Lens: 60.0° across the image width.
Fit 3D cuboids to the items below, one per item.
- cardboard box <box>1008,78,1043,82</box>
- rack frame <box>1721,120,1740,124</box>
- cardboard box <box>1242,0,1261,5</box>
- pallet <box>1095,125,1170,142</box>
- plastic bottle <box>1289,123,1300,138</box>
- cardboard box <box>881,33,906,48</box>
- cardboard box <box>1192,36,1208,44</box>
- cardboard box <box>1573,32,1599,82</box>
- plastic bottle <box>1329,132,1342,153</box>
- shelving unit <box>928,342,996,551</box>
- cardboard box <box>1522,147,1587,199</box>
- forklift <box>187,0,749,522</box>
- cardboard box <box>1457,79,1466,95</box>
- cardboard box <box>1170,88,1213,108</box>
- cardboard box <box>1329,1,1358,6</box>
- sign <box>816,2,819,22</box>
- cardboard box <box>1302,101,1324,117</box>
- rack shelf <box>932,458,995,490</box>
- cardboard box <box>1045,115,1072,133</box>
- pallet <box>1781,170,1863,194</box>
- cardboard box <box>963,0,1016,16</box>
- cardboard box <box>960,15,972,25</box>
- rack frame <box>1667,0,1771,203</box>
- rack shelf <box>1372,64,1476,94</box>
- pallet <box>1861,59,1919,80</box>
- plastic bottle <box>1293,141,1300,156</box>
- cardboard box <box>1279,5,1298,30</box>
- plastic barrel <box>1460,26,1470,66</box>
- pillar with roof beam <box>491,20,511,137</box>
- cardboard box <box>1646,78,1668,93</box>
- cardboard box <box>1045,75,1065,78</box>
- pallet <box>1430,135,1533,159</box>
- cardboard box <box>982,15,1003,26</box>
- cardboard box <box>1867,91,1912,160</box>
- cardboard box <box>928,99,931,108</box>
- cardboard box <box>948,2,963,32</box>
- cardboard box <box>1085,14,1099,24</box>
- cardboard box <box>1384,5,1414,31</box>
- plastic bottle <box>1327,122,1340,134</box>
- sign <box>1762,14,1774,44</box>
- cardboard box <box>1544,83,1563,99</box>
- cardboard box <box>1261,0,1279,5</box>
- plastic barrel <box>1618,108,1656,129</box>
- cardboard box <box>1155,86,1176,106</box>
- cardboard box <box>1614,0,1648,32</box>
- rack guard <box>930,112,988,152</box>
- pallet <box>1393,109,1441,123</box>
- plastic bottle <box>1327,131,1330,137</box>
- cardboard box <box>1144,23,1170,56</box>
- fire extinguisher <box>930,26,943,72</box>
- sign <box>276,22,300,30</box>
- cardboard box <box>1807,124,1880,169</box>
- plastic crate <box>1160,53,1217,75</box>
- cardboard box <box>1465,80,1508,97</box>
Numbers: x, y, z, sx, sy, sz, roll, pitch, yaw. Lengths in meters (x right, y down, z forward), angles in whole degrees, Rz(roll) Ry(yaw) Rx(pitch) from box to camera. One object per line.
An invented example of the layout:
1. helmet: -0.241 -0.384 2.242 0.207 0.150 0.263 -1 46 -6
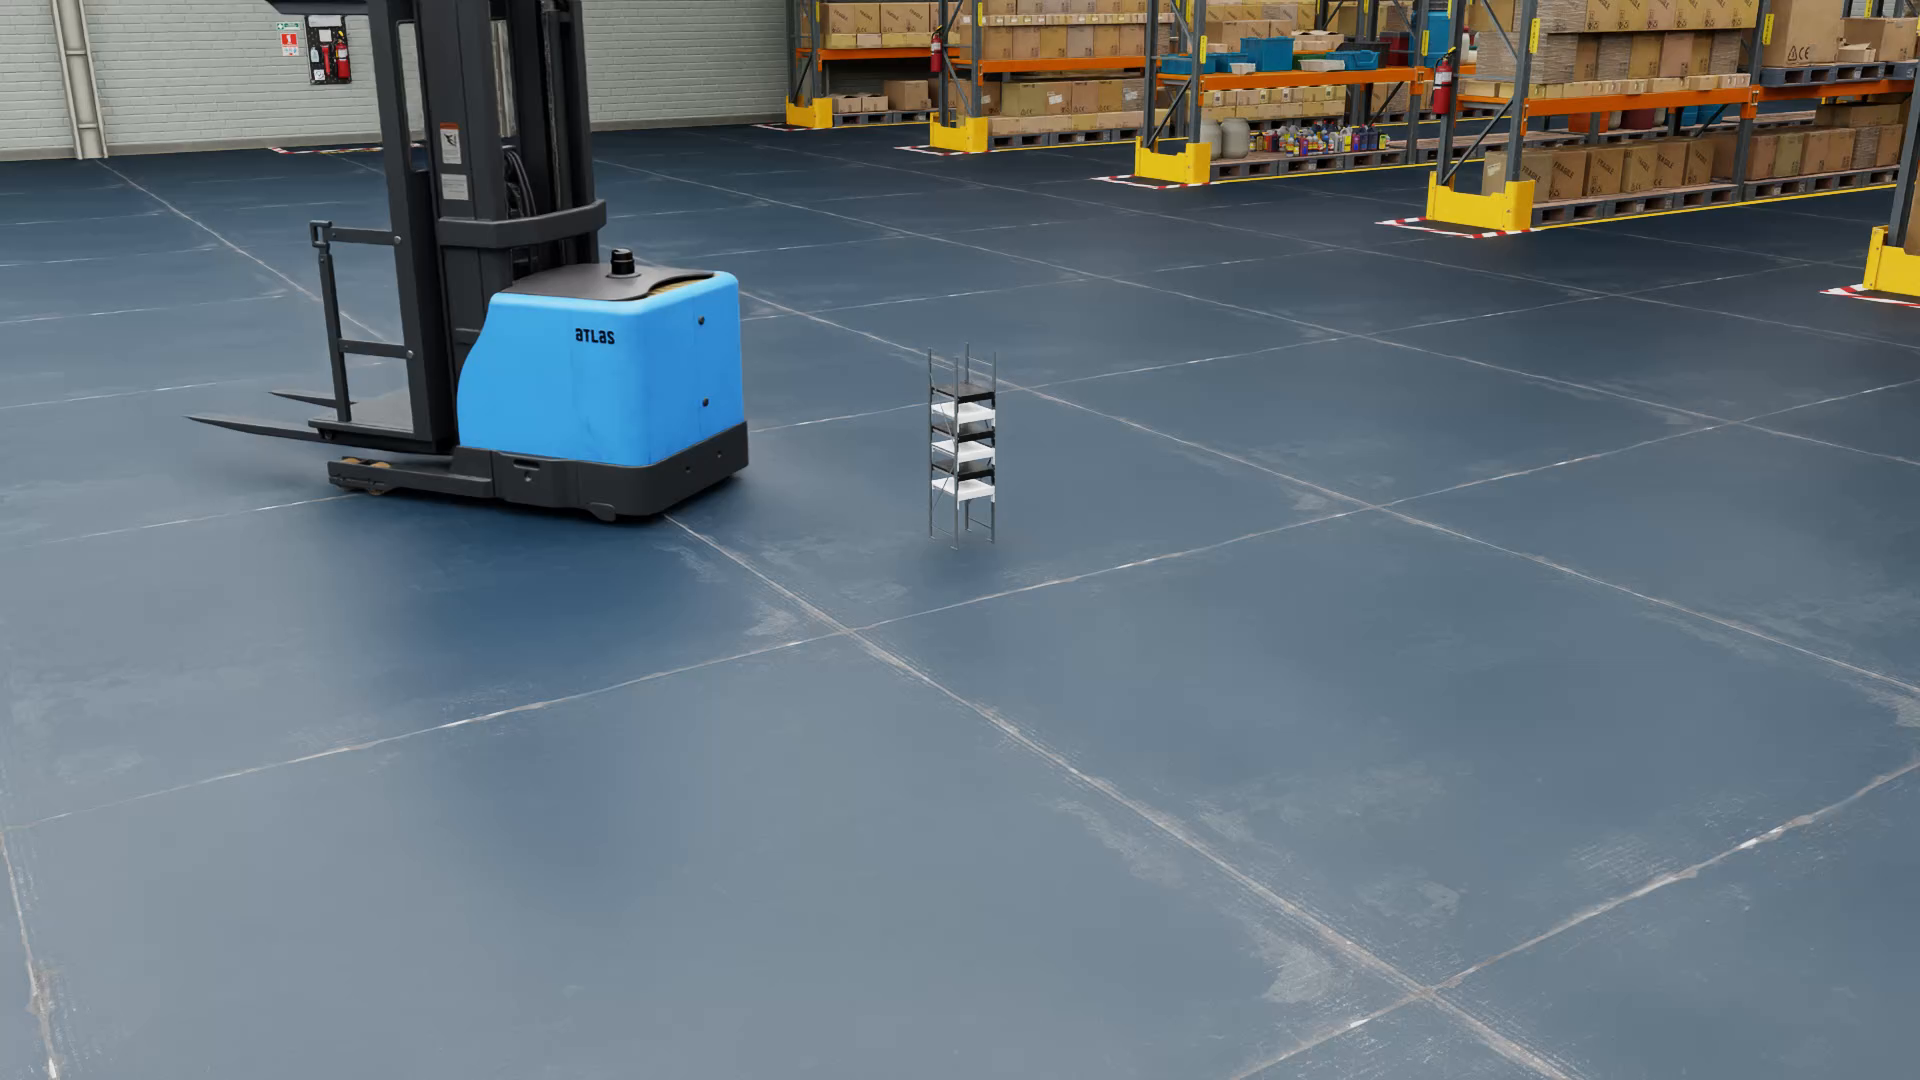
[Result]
1. cardboard box: 1.107 -7.032 26.328 0.500 0.500 0.500 -12 22 -31
2. rack frame: 12.739 -8.214 27.359 0.127 3.000 1.000 -12 22 -31
3. cardboard box: 5.757 -10.999 33.774 0.500 0.250 0.500 -12 22 -33
4. pallet: 2.649 -6.681 27.177 1.213 0.211 1.003 -12 22 -31
5. plastic bottle: 4.643 -5.619 23.132 0.185 0.351 0.144 -12 22 -32
6. cardboard box: -1.295 -8.873 29.511 0.500 0.250 0.500 -12 22 -32
7. cardboard box: 3.970 -8.271 27.737 0.258 0.266 0.396 -13 22 -33
8. cardboard box: 6.267 -5.174 17.745 0.500 0.500 0.875 -12 22 -31
9. plastic bottle: 5.110 -5.415 22.643 0.135 0.276 0.152 -11 22 -30
10. shelving unit: 0.007 -0.428 7.605 0.210 0.900 0.258 -12 22 -31
11. cardboard box: 6.452 -4.011 18.172 0.500 0.500 0.500 -6 20 -17
12. forklift: -2.671 -1.761 8.378 3.031 2.935 1.130 7 20 21
13. cardboard box: 8.927 -8.228 30.614 0.500 0.500 0.500 -12 22 -31
14. cardboard box: 3.819 -7.299 27.413 0.500 0.311 0.500 -12 22 -31
15. cardboard box: 8.365 -11.225 35.795 0.700 0.700 0.980 -13 22 -33
16. sign: -2.433 -9.016 28.377 0.005 0.325 0.100 -12 22 -31
17. cardboard box: 5.943 -7.482 28.830 0.500 0.250 0.500 -12 22 -32
18. rack shelf: 0.007 -0.311 7.644 0.200 0.077 0.258 -12 22 -31
19. cardboard box: 1.399 -6.535 26.028 0.500 0.250 0.500 -12 22 -31
20. pallet: 10.451 -4.513 20.765 1.213 0.211 1.003 -12 22 -31
21. cardboard box: 0.437 -8.176 25.065 0.500 0.500 0.700 -12 22 -31
22. cardboard box: 0.210 -7.899 25.258 0.250 0.149 0.380 -12 22 -32
23. rack frame: 8.782 -5.480 19.272 0.127 3.000 1.000 -12 22 -31
24. rack shelf: 7.728 -6.817 24.348 4.000 0.370 1.077 -12 22 -31
25. pallet: 11.586 -5.940 20.931 1.003 0.211 1.213 -12 22 -31
26. plastic bottle: 4.489 -5.238 22.236 0.097 0.201 0.097 0 19 0
27. cardboard box: 6.623 -10.821 34.417 0.500 0.500 0.500 -12 22 -31
28. plastic barrel: 6.977 -6.979 23.494 0.433 0.535 0.433 0 19 0
29. pillar with roof beam: -5.266 -9.739 22.501 0.400 9.000 9.100 -12 22 -31
30. cardboard box: 7.503 -4.985 18.198 0.250 0.149 0.380 -12 22 -31
31. cardboard box: 1.618 -8.718 32.064 0.500 0.500 0.700 -12 22 -32
32. pallet: 7.712 -5.849 24.717 1.213 0.211 1.003 -12 22 -31
33. cardboard box: 0.442 -7.792 24.942 0.250 0.149 0.380 -12 22 -32
34. cardboard box: 12.710 -5.493 21.972 0.875 0.875 1.225 -13 23 -34
35. cardboard box: -0.738 -8.037 30.598 0.250 0.149 0.380 -14 23 -36
36. cardboard box: -0.029 -9.493 30.174 0.500 0.500 0.500 -12 22 -32
37. cardboard box: 1.946 -8.109 25.879 0.250 0.149 0.380 -11 22 -30
38. cardboard box: 8.010 -9.333 29.855 0.500 0.500 0.700 -8 20 -21
39. plastic bottle: 5.235 -5.689 23.338 0.185 0.351 0.144 -12 22 -31
40. sign: 9.087 -5.747 18.708 0.005 0.325 0.100 -12 22 -31
41. cardboard box: 6.029 -4.682 17.303 0.250 0.149 0.380 -12 22 -31
42. cardboard box: 6.183 -11.089 34.040 0.500 0.250 0.500 -11 22 -30
43. plastic barrel: 10.741 -6.856 26.450 0.708 0.588 0.600 -12 22 -31
44. cardboard box: 3.517 -7.441 27.833 0.500 0.311 0.500 -12 22 -31
45. cardboard box: 6.888 -5.636 17.552 0.500 0.500 0.500 -12 22 -31
46. rack guard: -0.024 -6.238 25.415 0.348 0.500 1.175 -12 22 -31
47. pallet: 8.339 -7.849 30.633 1.213 0.211 1.003 -12 22 -31
48. plastic bottle: 5.051 -5.446 22.726 0.133 0.283 0.061 -12 22 -31
49. cardboard box: 2.969 -8.098 26.859 0.500 0.500 0.700 -13 22 -33
50. fire extinguisher: -0.358 -7.493 25.346 0.183 0.674 0.296 -12 22 -31
51. sign: -10.229 -7.820 25.309 0.331 0.109 0.001 -12 22 -31
52. cardboard box: 11.118 -4.985 21.022 0.500 0.500 0.700 -14 23 -36
53. plastic crate: 2.970 -6.198 21.628 0.616 0.251 0.499 -12 22 -31
54. cardboard box: 5.565 -4.762 17.540 0.250 0.149 0.380 -12 22 -31
